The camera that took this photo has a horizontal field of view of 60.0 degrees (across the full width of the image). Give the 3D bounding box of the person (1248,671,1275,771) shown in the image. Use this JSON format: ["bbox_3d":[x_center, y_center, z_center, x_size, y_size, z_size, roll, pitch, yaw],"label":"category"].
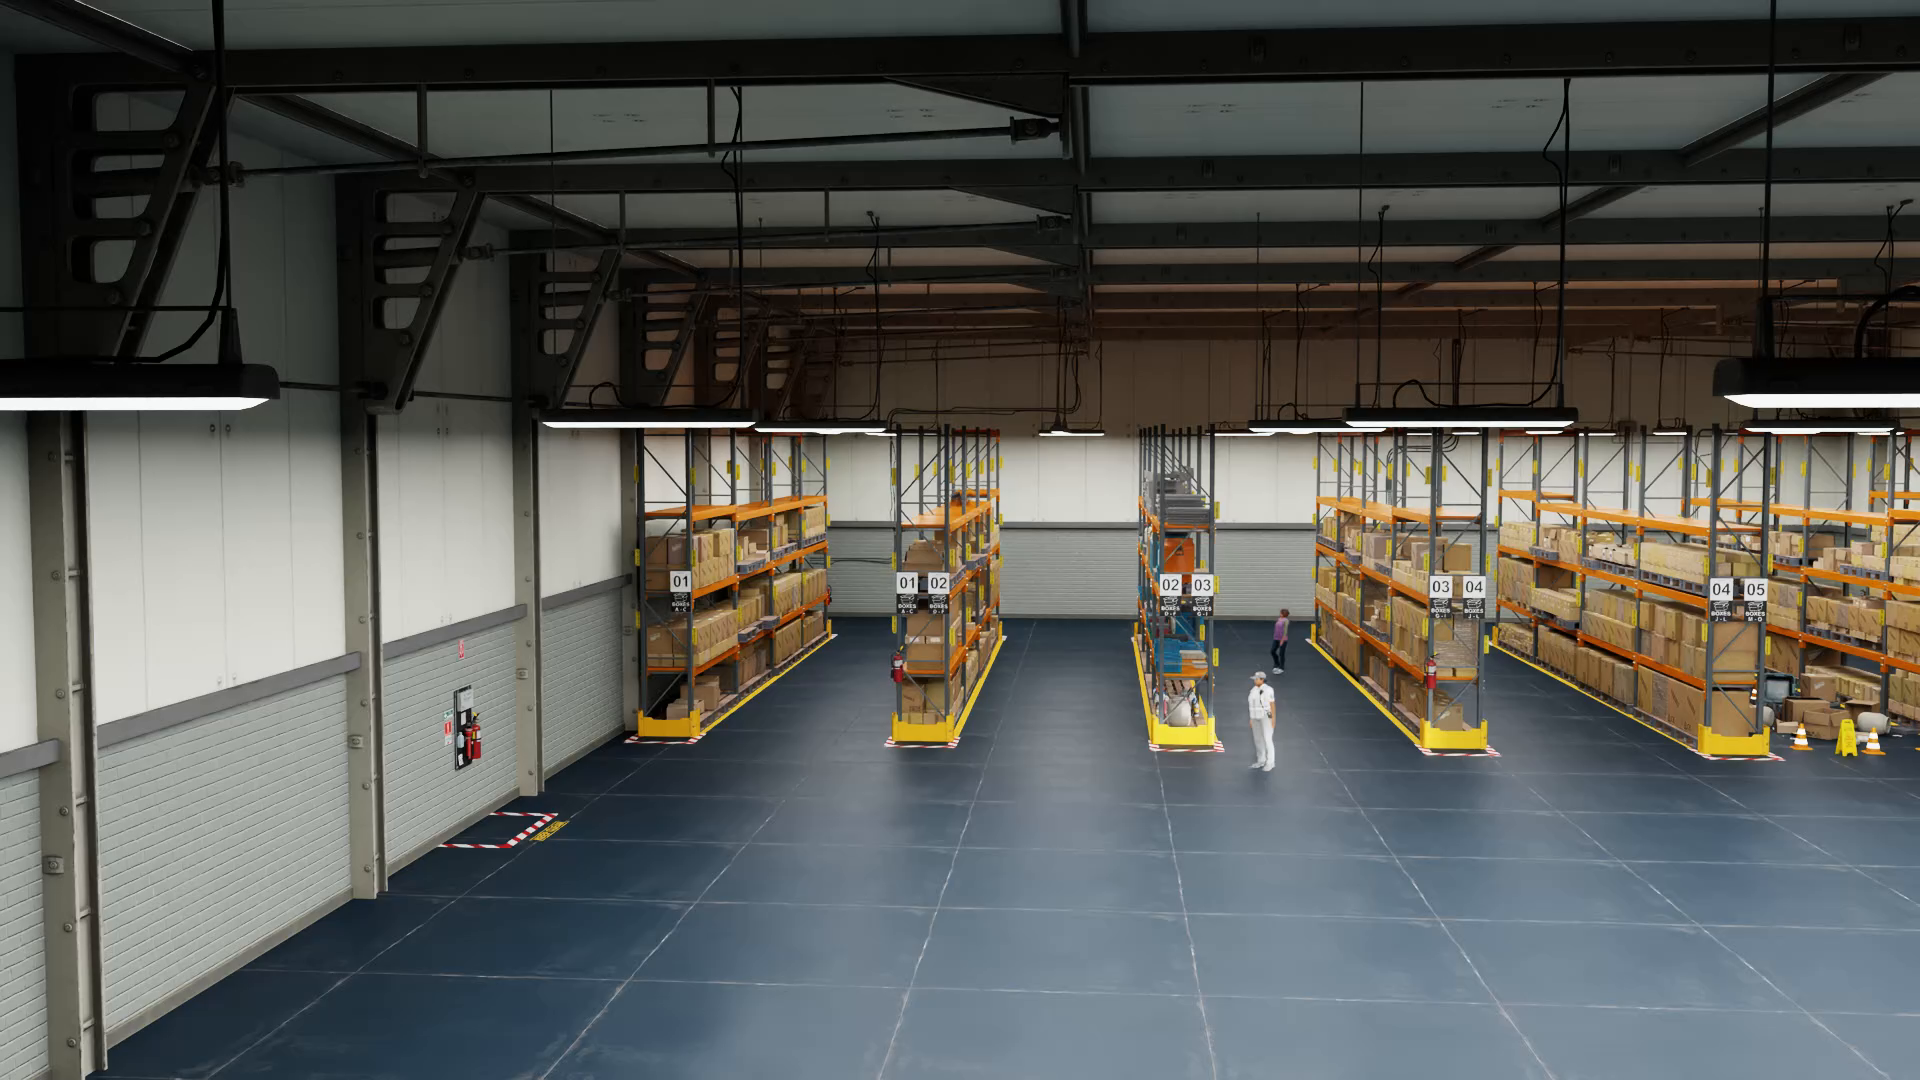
[{"bbox_3d":[5.253,3.141,28.954,0.422,1.699,0.569,-3,4,-37],"label":"person"}]

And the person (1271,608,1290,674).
[{"bbox_3d":[7.822,2.465,40.570,0.409,1.600,0.435,-3,4,-39],"label":"person"}]
